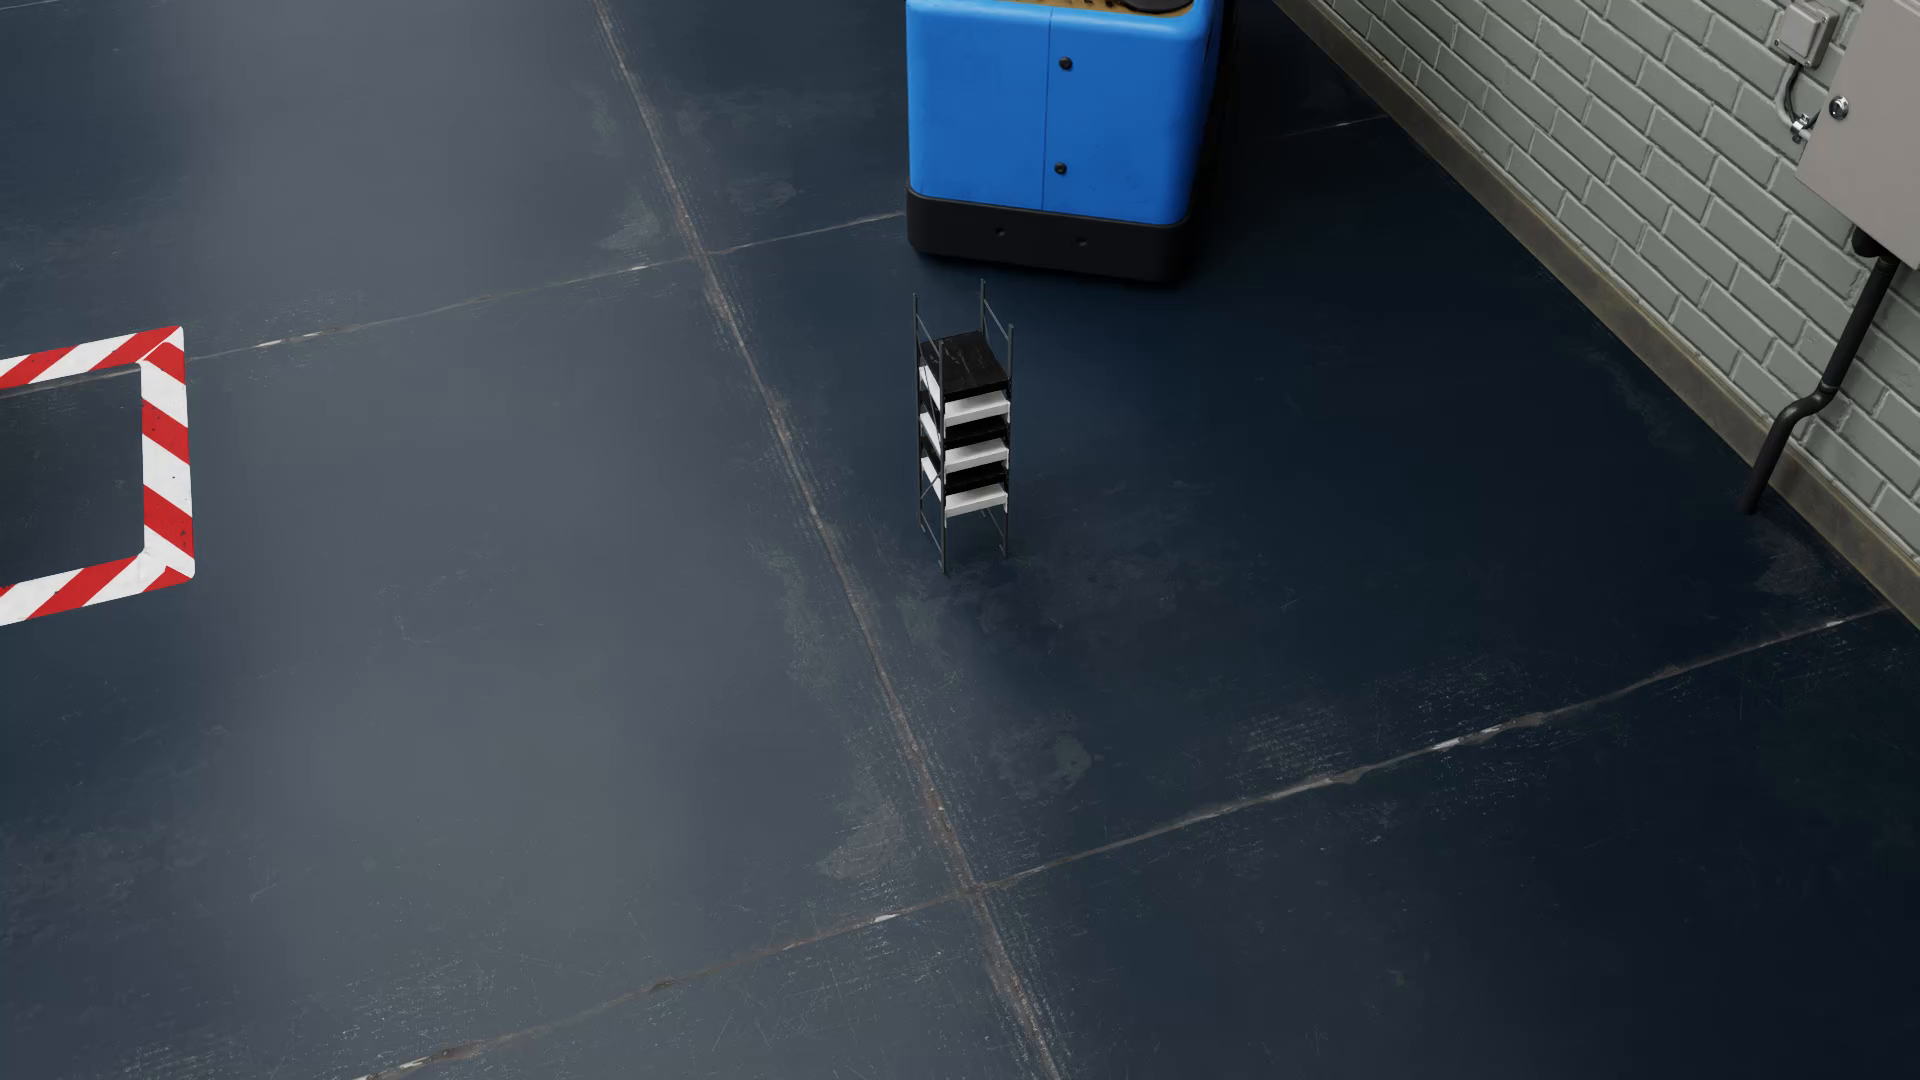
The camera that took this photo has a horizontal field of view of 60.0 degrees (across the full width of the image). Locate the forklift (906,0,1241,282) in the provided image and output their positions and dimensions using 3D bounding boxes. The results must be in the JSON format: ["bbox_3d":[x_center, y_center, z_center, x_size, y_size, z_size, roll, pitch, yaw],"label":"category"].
[{"bbox_3d":[0.617,-3.040,6.210,1.130,2.935,3.031,9,46,9],"label":"forklift"}]

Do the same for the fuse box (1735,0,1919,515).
[{"bbox_3d":[2.508,-0.679,4.718,0.414,1.711,0.539,-14,47,-14],"label":"fuse box"}]

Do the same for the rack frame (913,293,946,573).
[{"bbox_3d":[-0.088,-0.295,4.909,0.006,0.900,0.240,-14,47,-14],"label":"rack frame"}]

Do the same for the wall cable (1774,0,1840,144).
[{"bbox_3d":[2.424,-1.985,4.393,0.122,1.984,0.588,-14,47,-14],"label":"wall cable"}]

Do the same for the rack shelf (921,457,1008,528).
[{"bbox_3d":[0.008,-0.169,5.084,0.200,0.077,0.258,-14,47,-14],"label":"rack shelf"}]

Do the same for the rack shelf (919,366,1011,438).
[{"bbox_3d":[0.008,-0.423,4.829,0.200,0.077,0.258,-14,47,-14],"label":"rack shelf"}]

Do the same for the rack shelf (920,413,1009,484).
[{"bbox_3d":[0.008,-0.296,4.957,0.200,0.077,0.258,-14,47,-14],"label":"rack shelf"}]

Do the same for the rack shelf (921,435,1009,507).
[{"bbox_3d":[0.008,-0.233,5.021,0.200,0.077,0.258,-14,47,-14],"label":"rack shelf"}]

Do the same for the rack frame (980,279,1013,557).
[{"bbox_3d":[0.103,-0.344,4.958,0.006,0.900,0.240,-14,47,-14],"label":"rack frame"}]

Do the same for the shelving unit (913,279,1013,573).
[{"bbox_3d":[0.008,-0.320,4.933,0.210,0.900,0.258,-14,47,-14],"label":"shelving unit"}]

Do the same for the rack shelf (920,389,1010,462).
[{"bbox_3d":[0.008,-0.360,4.893,0.200,0.077,0.258,-14,47,-14],"label":"rack shelf"}]

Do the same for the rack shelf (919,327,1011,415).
[{"bbox_3d":[0.008,-0.487,4.766,0.200,0.077,0.258,-14,47,-14],"label":"rack shelf"}]
